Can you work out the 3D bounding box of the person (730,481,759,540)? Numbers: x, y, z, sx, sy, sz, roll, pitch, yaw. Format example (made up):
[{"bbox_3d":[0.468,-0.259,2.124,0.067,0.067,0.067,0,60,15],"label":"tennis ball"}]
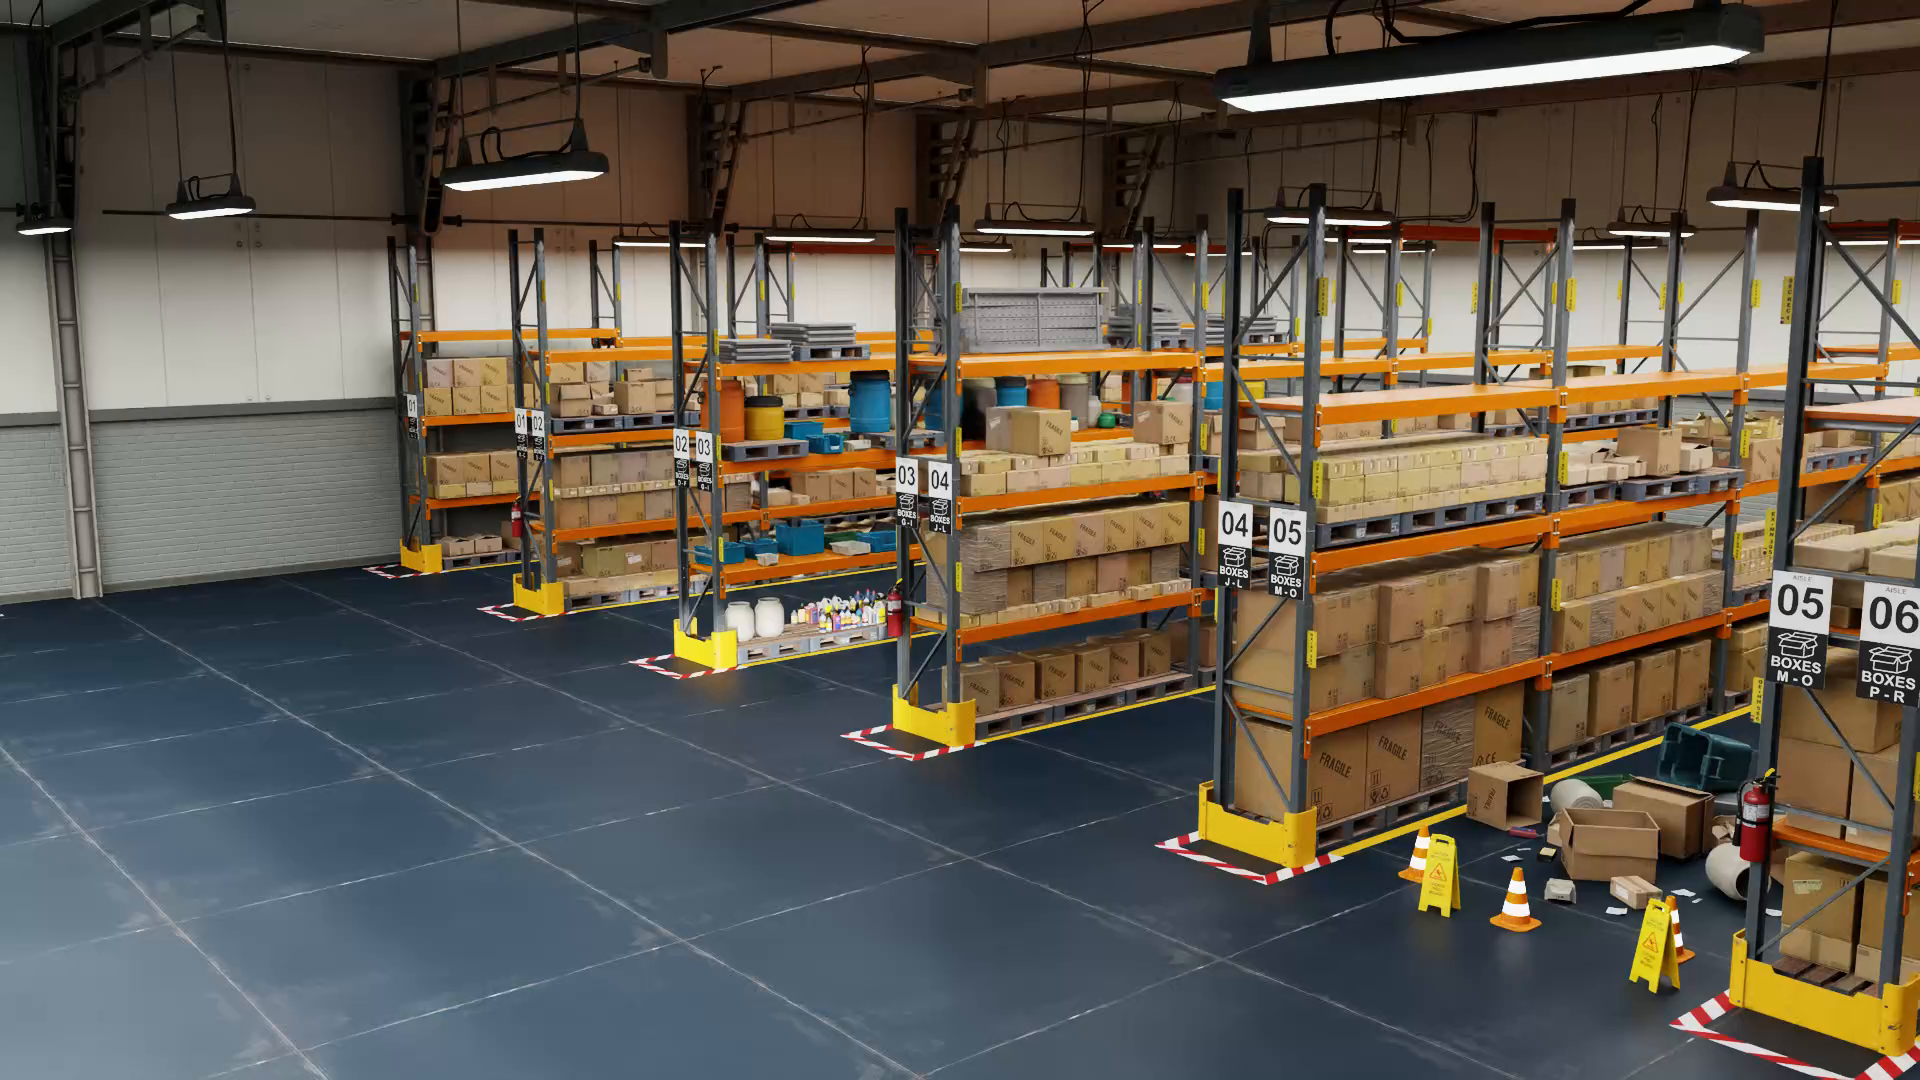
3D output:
[{"bbox_3d":[-3.974,-0.452,30.928,0.675,1.846,0.829,7,11,39],"label":"person"}]

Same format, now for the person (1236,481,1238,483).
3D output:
[{"bbox_3d":[5.682,-0.807,34.417,0.482,1.502,0.715,7,11,36],"label":"person"}]

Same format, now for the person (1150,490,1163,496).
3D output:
[{"bbox_3d":[3.765,-0.609,32.483,0.663,1.649,0.819,7,12,40],"label":"person"}]
